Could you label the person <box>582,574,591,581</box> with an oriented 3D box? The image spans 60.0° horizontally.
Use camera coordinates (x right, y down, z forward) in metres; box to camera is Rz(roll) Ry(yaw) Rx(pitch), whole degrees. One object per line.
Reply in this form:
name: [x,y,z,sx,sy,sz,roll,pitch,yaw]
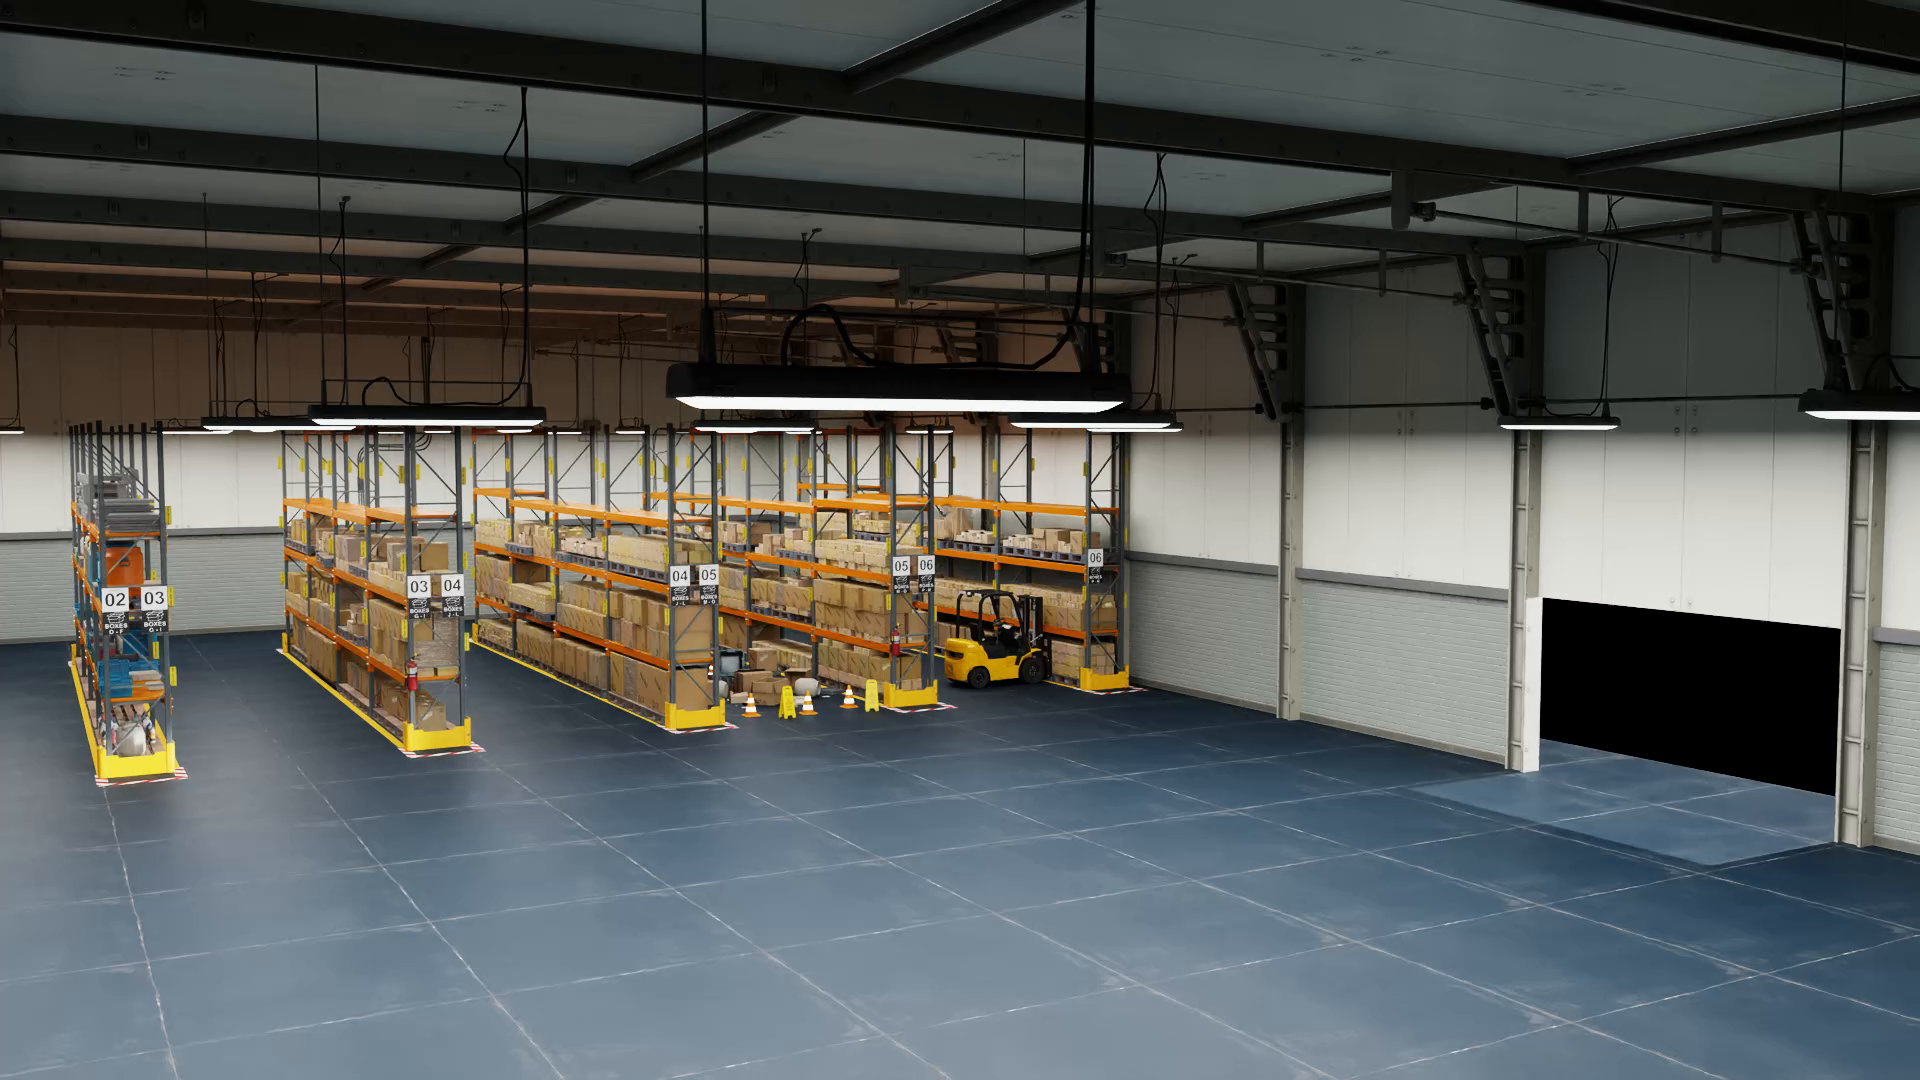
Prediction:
person: [-11.418,1.765,51.106,0.504,1.661,0.542,-1,4,-18]
